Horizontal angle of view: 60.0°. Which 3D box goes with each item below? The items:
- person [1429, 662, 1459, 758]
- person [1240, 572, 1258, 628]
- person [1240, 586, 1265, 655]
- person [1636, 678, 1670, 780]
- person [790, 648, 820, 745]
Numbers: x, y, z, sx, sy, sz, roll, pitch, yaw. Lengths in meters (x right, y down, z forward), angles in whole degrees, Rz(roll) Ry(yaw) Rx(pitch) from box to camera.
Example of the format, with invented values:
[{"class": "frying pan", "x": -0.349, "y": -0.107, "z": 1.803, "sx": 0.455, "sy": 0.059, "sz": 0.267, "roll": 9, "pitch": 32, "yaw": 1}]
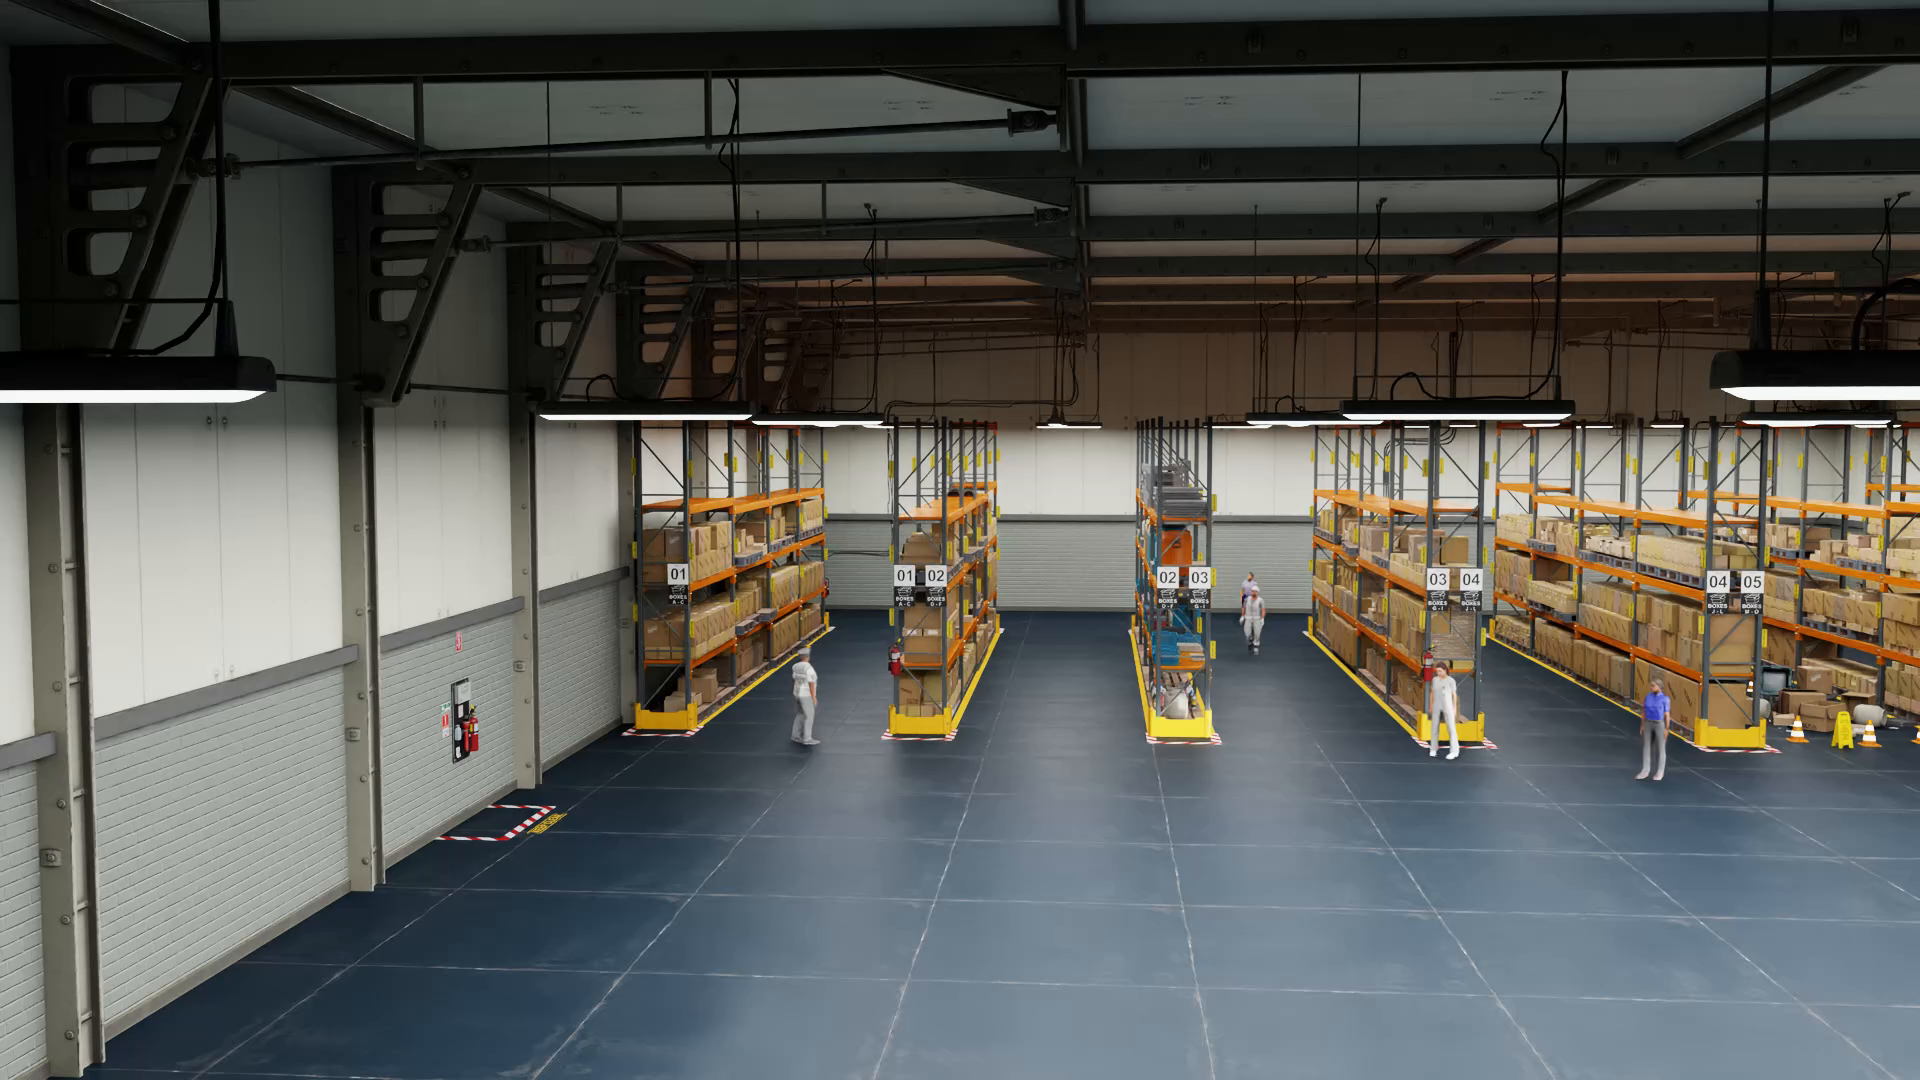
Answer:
[{"class": "person", "x": 8.488, "y": 2.972, "z": 29.232, "sx": 0.535, "sy": 1.673, "sz": 0.402, "roll": 3, "pitch": 5, "yaw": 38}, {"class": "person", "x": 8.452, "y": 1.731, "z": 48.610, "sx": 0.546, "sy": 1.587, "sz": 0.995, "roll": 0, "pitch": 4, "yaw": 6}, {"class": "person", "x": 7.505, "y": 2.054, "z": 42.631, "sx": 0.617, "sy": 1.765, "sz": 0.662, "roll": 0, "pitch": 4, "yaw": 1}, {"class": "person", "x": 11.403, "y": 3.111, "z": 27.325, "sx": 0.433, "sy": 1.657, "sz": 0.463, "roll": -3, "pitch": 5, "yaw": -43}, {"class": "person", "x": -2.814, "y": 2.875, "z": 30.454, "sx": 0.440, "sy": 1.809, "sz": 0.620, "roll": -2, "pitch": 4, "yaw": -30}]
